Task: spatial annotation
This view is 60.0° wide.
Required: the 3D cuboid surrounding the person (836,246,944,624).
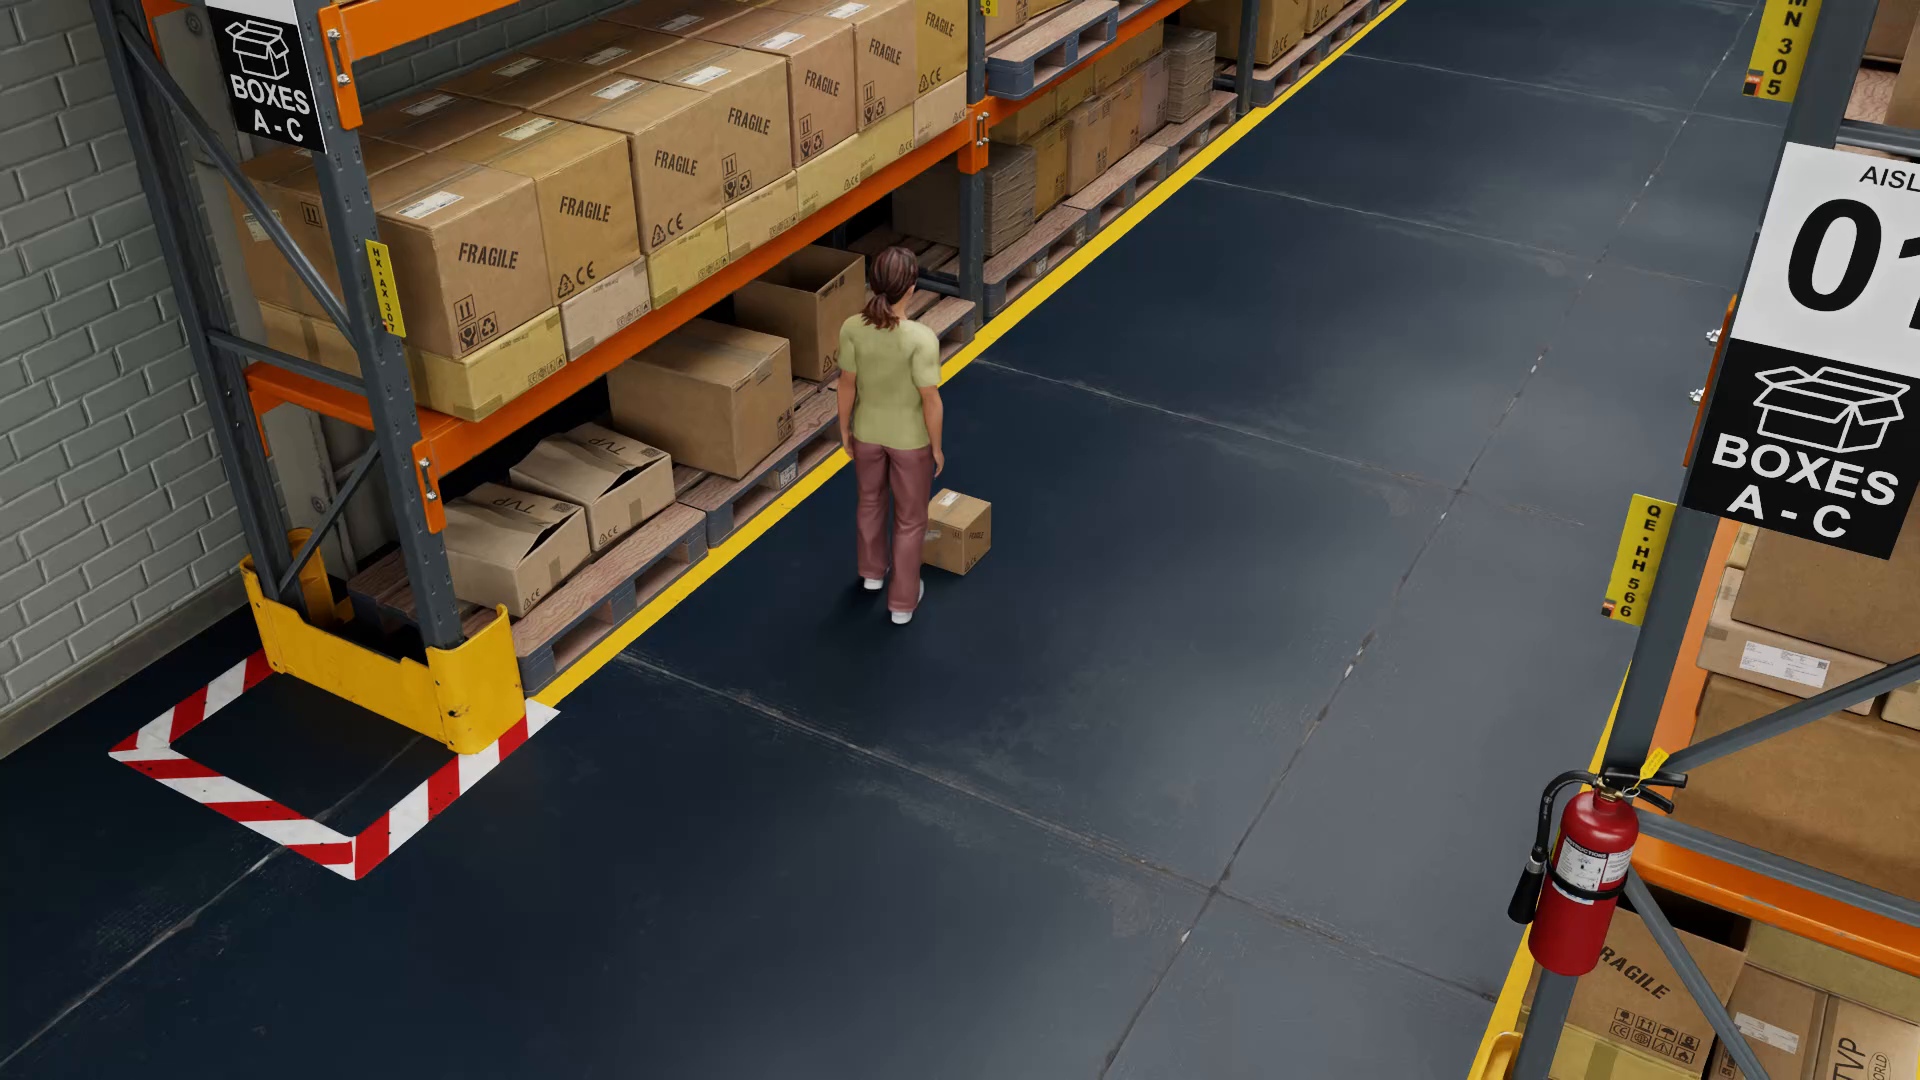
[{"bbox_3d":[-0.243,-0.444,6.788,0.470,1.685,0.513,12,36,17],"label":"person"}]
